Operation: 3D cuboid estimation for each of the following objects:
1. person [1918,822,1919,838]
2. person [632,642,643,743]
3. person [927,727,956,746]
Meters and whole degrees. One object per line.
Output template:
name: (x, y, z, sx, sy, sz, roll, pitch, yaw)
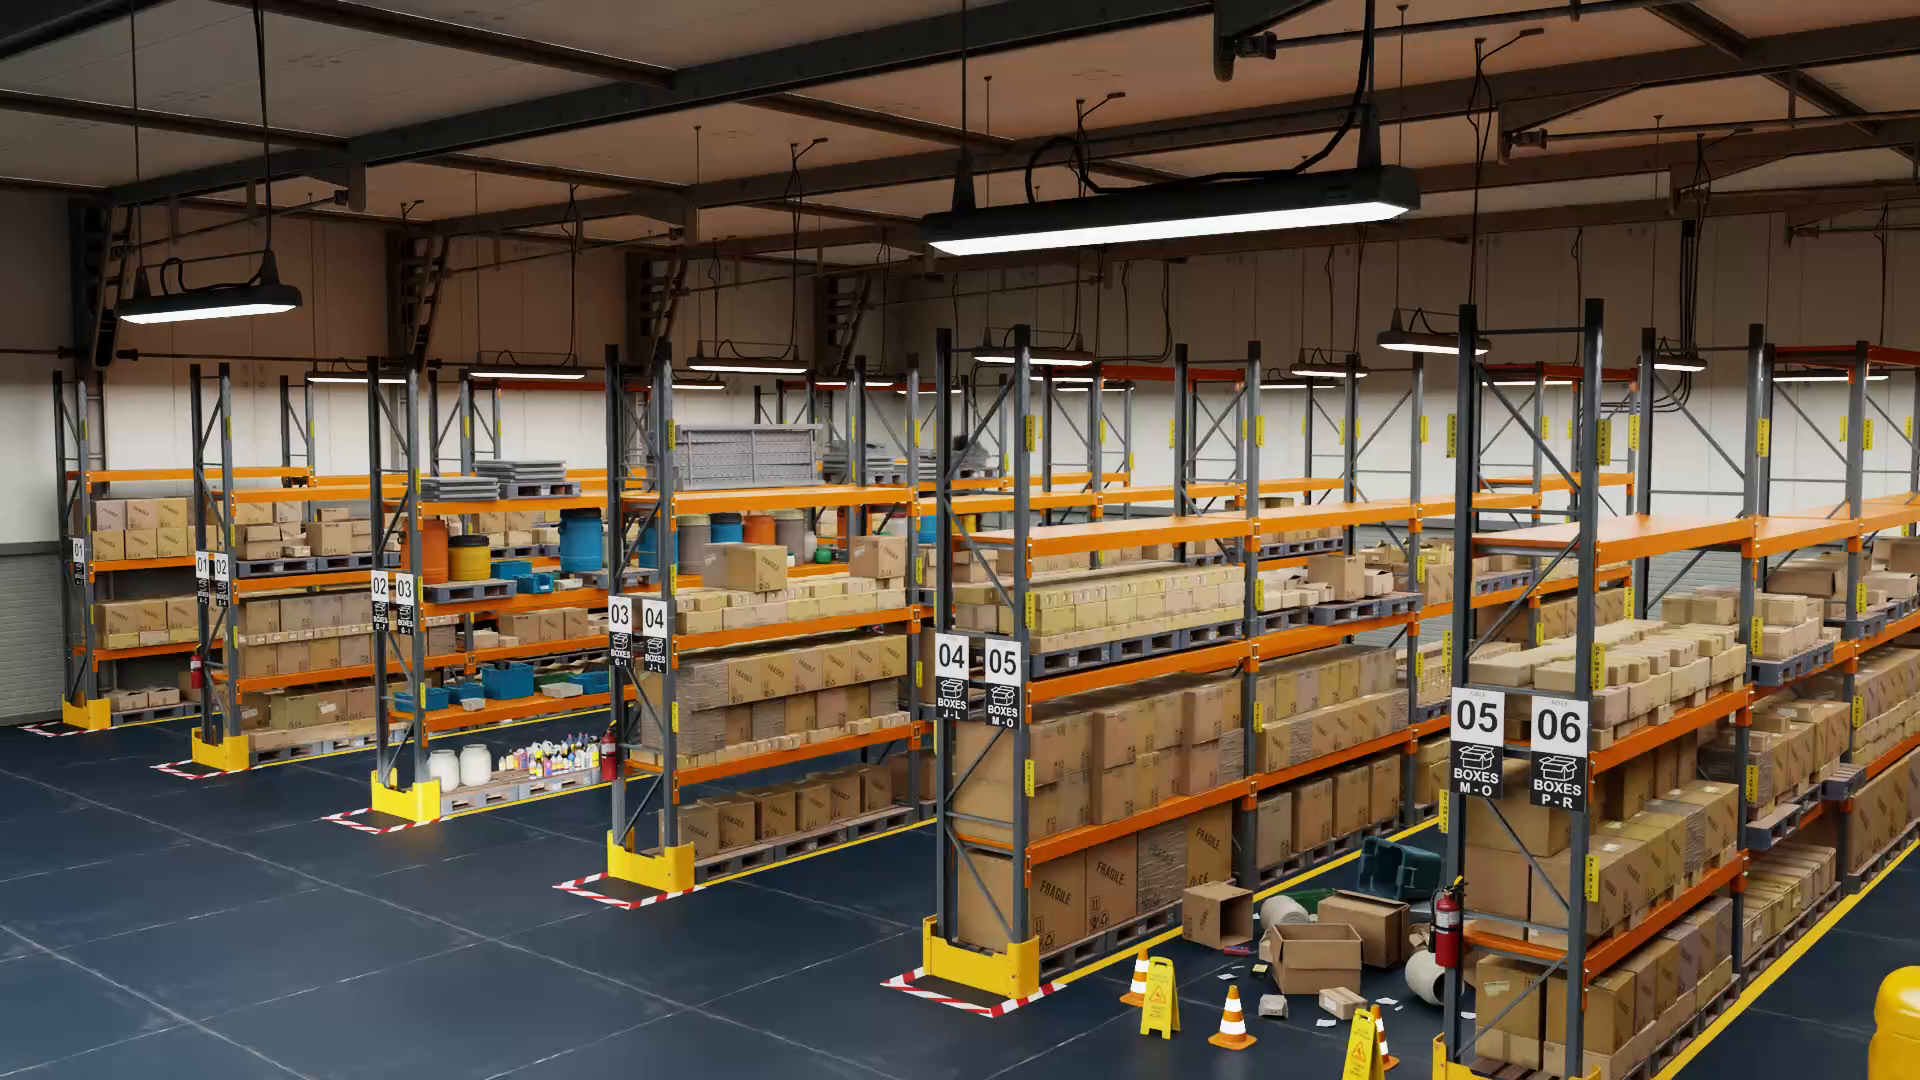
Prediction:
person: (9.743, 3.159, 16.221, 0.704, 1.681, 0.709, 2, 4, 21)
person: (-4.939, 2.406, 26.343, 0.727, 1.664, 0.835, 0, 4, 6)
person: (-0.112, 2.513, 25.285, 1.135, 1.634, 0.718, -3, 5, -33)
